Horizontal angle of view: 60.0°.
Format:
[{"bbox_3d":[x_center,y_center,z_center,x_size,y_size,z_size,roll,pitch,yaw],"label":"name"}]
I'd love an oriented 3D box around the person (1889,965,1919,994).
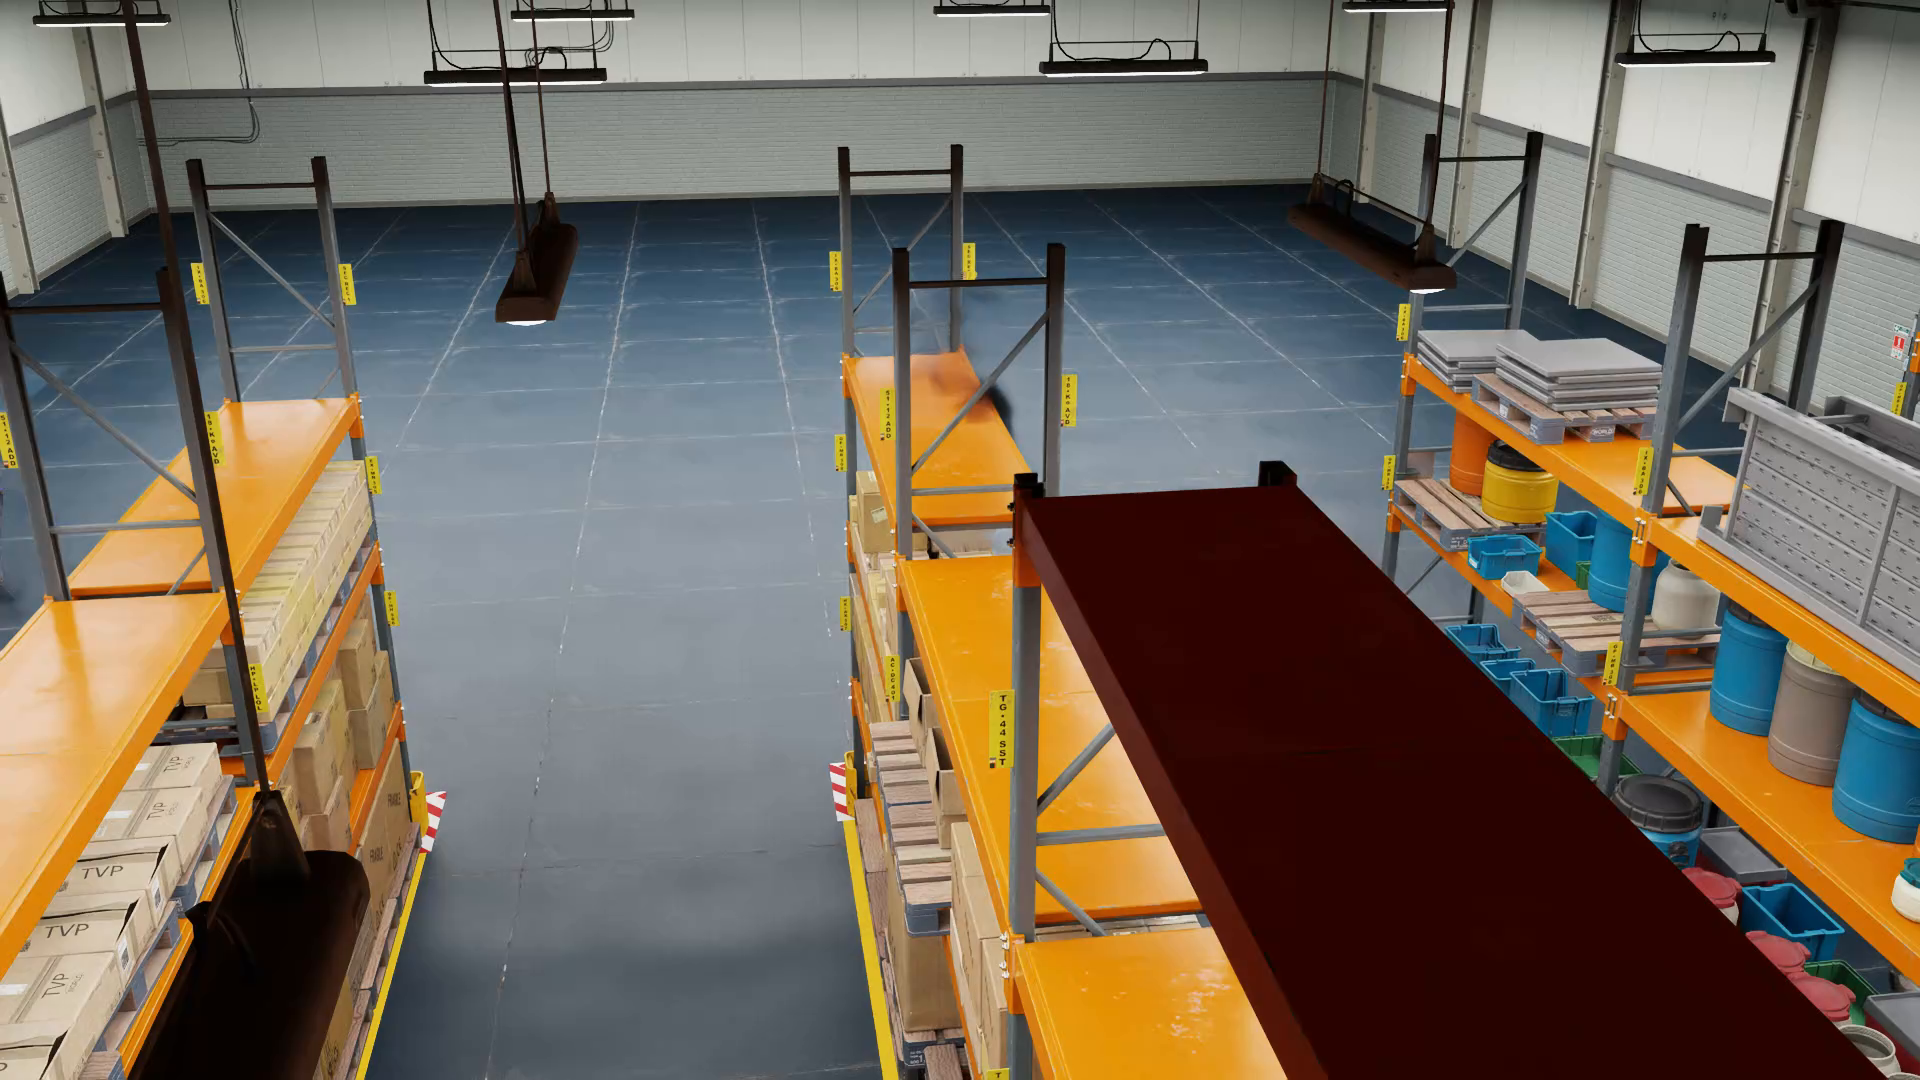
[{"bbox_3d":[6.675,3.084,11.648,0.561,1.620,0.558,-2,22,-4],"label":"person"}]
